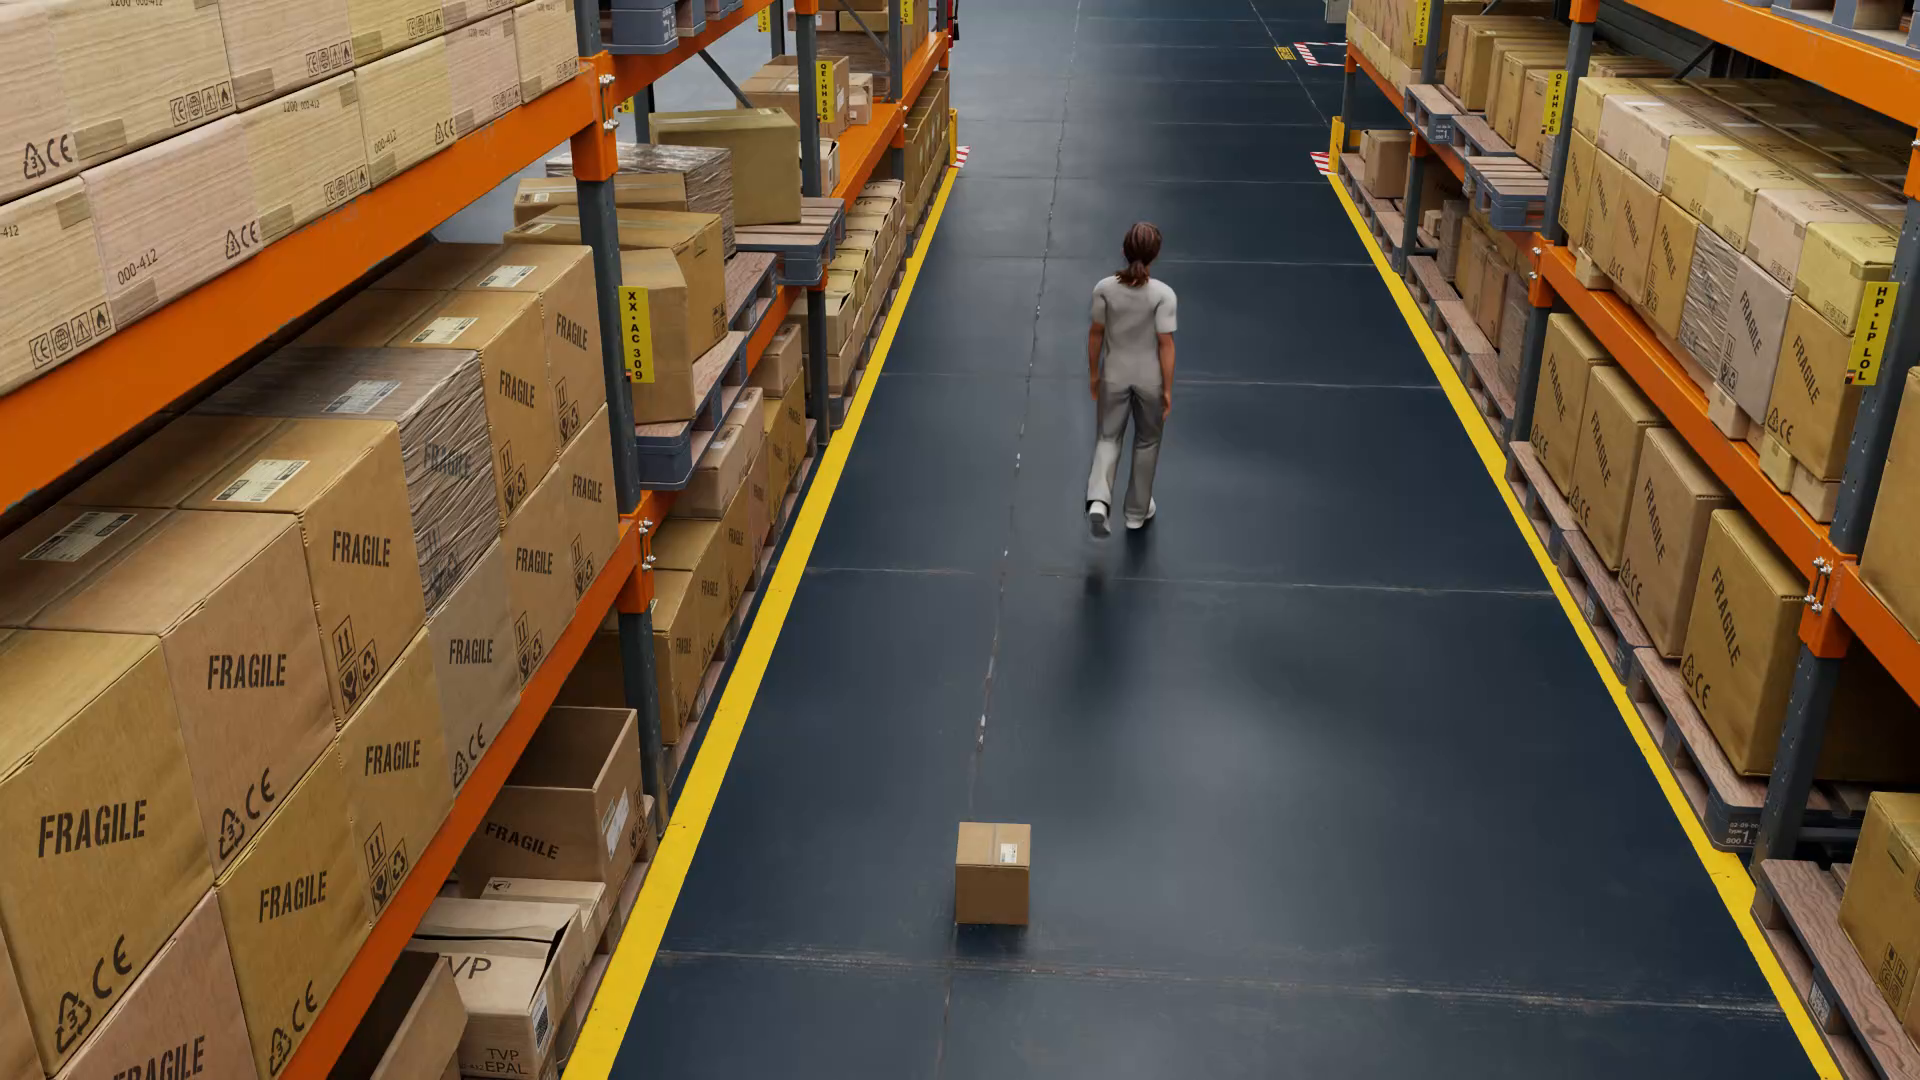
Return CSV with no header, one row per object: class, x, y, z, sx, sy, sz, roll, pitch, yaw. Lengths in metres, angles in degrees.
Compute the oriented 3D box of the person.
person,0.843,-0.770,8.266,0.450,1.641,0.786,8,26,16
